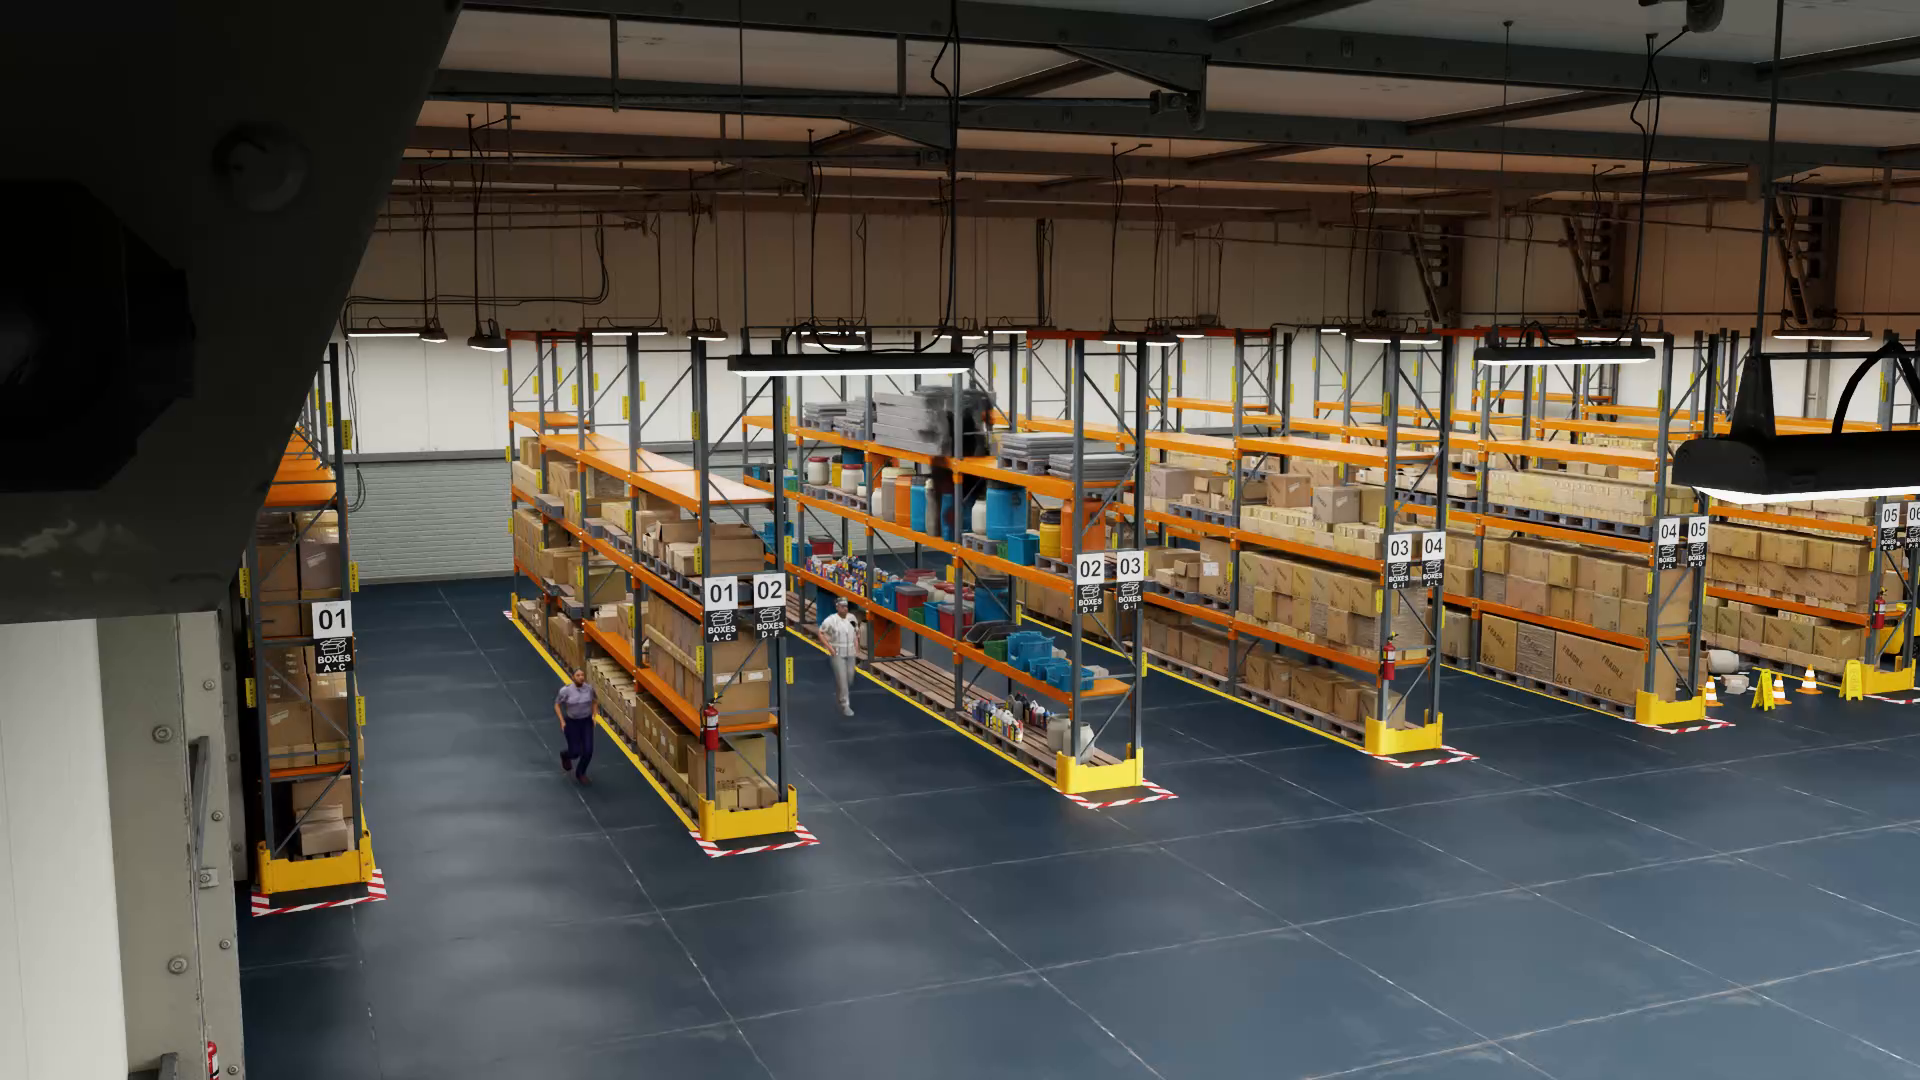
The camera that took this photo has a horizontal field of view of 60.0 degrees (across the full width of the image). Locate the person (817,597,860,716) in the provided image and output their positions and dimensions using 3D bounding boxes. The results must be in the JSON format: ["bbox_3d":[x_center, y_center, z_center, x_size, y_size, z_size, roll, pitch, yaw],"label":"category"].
[{"bbox_3d":[-1.806,1.747,25.312,0.671,1.815,0.726,-5,9,-31],"label":"person"}]

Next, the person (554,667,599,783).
[{"bbox_3d":[-5.181,2.495,22.552,0.594,1.598,0.585,-5,9,-32],"label":"person"}]

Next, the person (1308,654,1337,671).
[{"bbox_3d":[6.526,1.470,29.666,0.661,1.745,0.707,-4,9,-27],"label":"person"}]
